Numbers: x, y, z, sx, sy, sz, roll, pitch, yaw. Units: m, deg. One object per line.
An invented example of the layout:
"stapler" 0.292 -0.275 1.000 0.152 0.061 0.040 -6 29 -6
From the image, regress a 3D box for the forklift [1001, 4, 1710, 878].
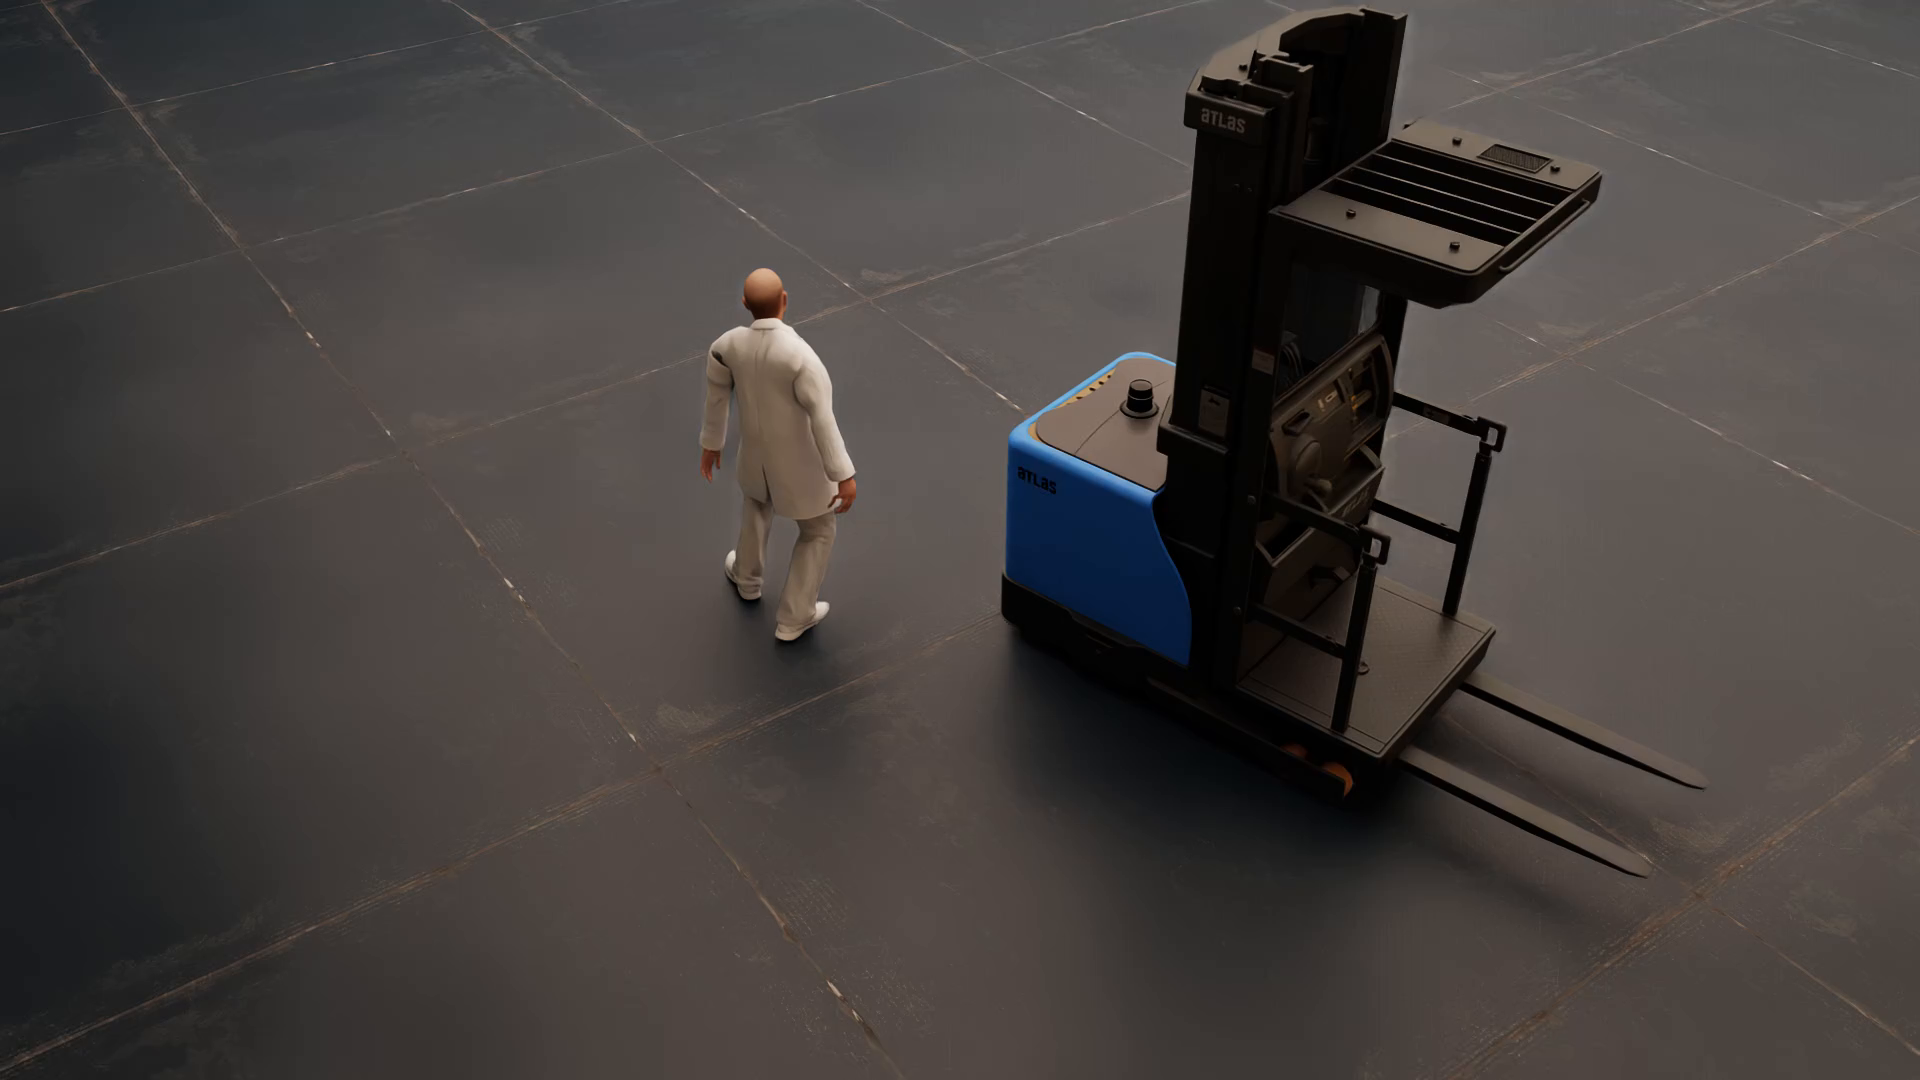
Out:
"forklift" 1.651 -0.445 6.547 3.031 2.935 1.130 26 44 31

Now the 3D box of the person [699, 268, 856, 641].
"person" -0.825 -0.369 7.491 0.930 1.753 0.509 23 42 28
